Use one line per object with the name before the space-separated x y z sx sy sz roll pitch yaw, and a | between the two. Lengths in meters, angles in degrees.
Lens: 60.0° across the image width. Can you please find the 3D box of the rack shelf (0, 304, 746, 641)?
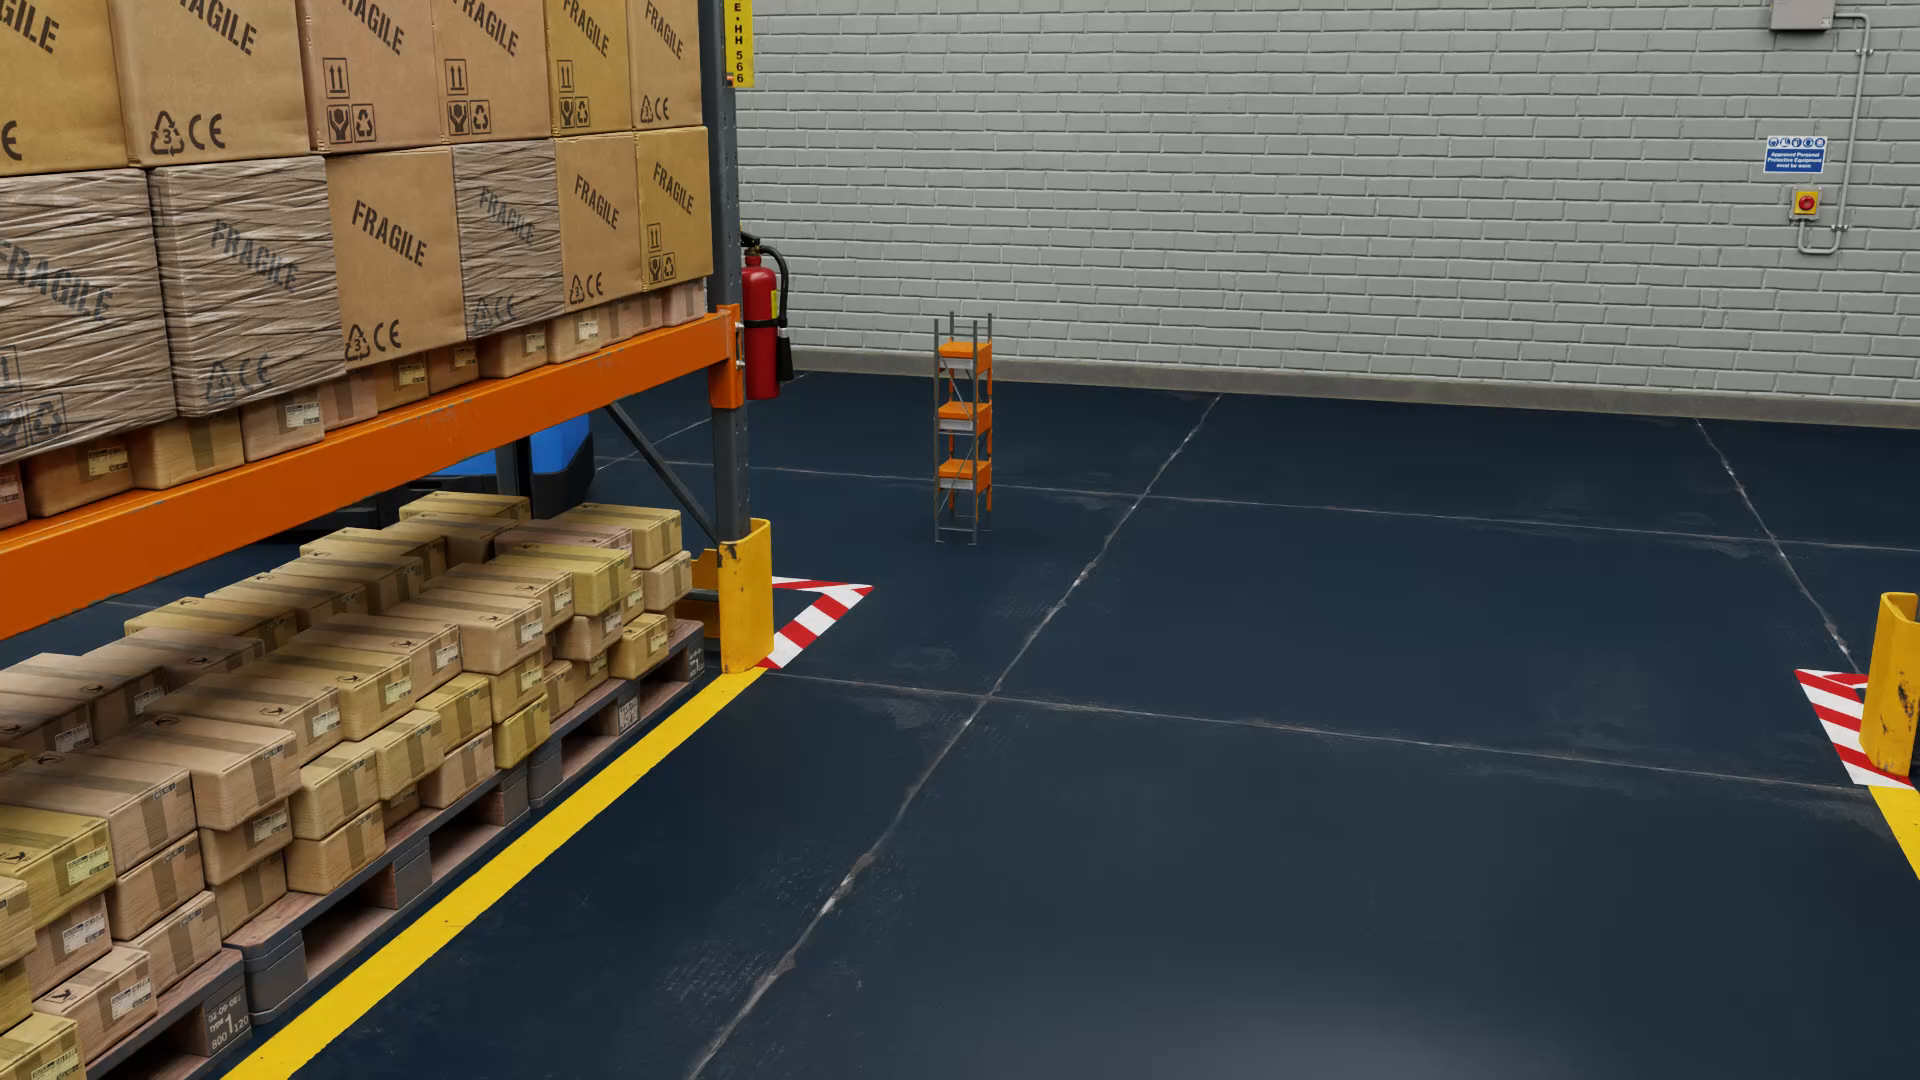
rack shelf | -1.851 -0.189 4.315 1.077 0.370 4.000 5 16 16

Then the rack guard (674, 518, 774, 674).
rack guard | -1.304 0.165 6.333 1.175 0.500 0.348 5 16 16

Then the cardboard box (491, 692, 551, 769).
cardboard box | -1.436 0.540 4.882 0.380 0.149 0.250 4 16 13

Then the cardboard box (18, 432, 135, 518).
cardboard box | -1.914 -0.157 3.346 0.380 0.149 0.250 4 16 13

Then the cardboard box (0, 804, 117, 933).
cardboard box | -1.963 0.660 3.369 0.380 0.149 0.250 4 16 15

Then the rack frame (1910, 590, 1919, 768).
rack frame | 3.492 -0.700 4.802 1.000 3.000 0.127 5 16 16

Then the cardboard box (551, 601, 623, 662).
cardboard box | -1.305 0.265 5.308 0.380 0.149 0.250 4 16 14

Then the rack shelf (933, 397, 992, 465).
rack shelf | 0.015 -0.509 7.738 0.215 0.259 0.240 5 16 16

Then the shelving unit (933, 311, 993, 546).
shelving unit | 0.015 -0.519 7.735 0.215 1.050 0.252 5 16 16

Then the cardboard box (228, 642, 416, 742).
cardboard box | -1.654 0.391 4.318 0.380 0.149 0.250 5 17 16

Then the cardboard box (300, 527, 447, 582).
cardboard box | -1.914 0.074 5.438 0.380 0.149 0.250 5 16 16

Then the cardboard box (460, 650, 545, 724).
cardboard box | -1.439 0.401 4.827 0.380 0.149 0.250 5 17 17

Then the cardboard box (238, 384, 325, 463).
cardboard box | -1.697 -0.288 3.806 0.380 0.149 0.250 5 17 18

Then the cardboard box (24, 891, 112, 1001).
cardboard box | -1.989 0.805 3.403 0.380 0.149 0.250 5 16 16

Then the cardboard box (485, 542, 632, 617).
cardboard box | -1.268 0.122 5.265 0.380 0.149 0.250 4 16 15

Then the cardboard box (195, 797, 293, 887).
cardboard box | -1.808 0.665 3.898 0.380 0.149 0.250 5 17 18

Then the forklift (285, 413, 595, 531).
forklift | -3.400 -1.531 7.854 3.031 2.935 1.130 -1 16 -4

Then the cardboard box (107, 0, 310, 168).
cardboard box | -1.752 -1.049 3.470 0.500 0.500 0.500 5 17 17

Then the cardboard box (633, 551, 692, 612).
cardboard box | -1.159 0.129 5.788 0.380 0.149 0.250 4 16 14

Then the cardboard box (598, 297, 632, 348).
cardboard box | -1.267 -0.701 5.264 0.380 0.149 0.250 4 16 15

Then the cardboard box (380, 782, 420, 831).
cardboard box | -1.676 0.671 4.423 0.380 0.149 0.250 5 17 17

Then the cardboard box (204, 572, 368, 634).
cardboard box | -1.993 0.217 4.933 0.380 0.149 0.250 5 17 18

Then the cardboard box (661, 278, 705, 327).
cardboard box | -1.104 -0.830 5.718 0.380 0.149 0.250 5 16 16

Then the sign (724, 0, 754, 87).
sign | -0.756 -1.719 5.691 0.100 0.325 0.005 5 16 16

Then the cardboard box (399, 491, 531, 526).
cardboard box | -1.757 -0.064 5.922 0.380 0.149 0.250 4 16 13

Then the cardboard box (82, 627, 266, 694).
cardboard box | -2.092 0.355 4.445 0.380 0.149 0.250 5 16 16

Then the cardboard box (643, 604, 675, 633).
cardboard box | -1.232 0.266 5.851 0.380 0.149 0.250 5 17 17

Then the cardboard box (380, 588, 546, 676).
cardboard box | -1.425 0.260 4.781 0.380 0.149 0.250 5 17 18

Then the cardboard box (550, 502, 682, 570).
cardboard box | -1.190 -0.016 5.755 0.380 0.149 0.250 5 17 17

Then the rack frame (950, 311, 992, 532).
rack frame | 0.050 -0.551 7.848 0.200 1.050 0.008 5 16 16

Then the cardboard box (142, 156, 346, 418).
cardboard box | -1.725 -0.572 3.619 0.500 0.500 0.500 4 16 15

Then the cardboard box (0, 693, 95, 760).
cardboard box | -2.332 0.483 3.993 0.380 0.149 0.250 4 16 13

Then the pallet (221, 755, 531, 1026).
pallet | -1.917 0.832 4.511 1.003 0.211 1.213 5 16 16

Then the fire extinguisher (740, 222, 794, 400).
fire extinguisher | -0.768 -0.871 6.229 0.296 0.674 0.183 5 16 16

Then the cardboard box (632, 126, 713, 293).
cardboard box | -1.163 -1.112 5.523 0.500 0.500 0.500 5 17 17

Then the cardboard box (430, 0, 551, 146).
cardboard box | -1.457 -1.322 4.432 0.500 0.500 0.500 6 17 19

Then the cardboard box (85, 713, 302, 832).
cardboard box | -1.760 0.530 3.828 0.380 0.149 0.250 5 17 17

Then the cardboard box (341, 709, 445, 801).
cardboard box | -1.582 0.541 4.334 0.380 0.149 0.250 5 17 16

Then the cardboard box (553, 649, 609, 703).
cardboard box | -1.366 0.403 5.366 0.380 0.149 0.250 5 16 16

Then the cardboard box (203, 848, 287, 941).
cardboard box | -1.844 0.806 3.947 0.380 0.149 0.250 4 16 13

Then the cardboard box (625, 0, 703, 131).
cardboard box | -1.174 -1.591 5.381 0.500 0.500 0.500 4 16 15

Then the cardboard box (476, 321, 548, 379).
cardboard box | -1.421 -0.566 4.787 0.380 0.149 0.250 4 16 13

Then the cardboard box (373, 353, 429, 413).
cardboard box | -1.614 -0.429 4.305 0.380 0.149 0.250 5 17 17

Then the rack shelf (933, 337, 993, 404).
rack shelf | 0.015 -0.782 7.661 0.215 0.259 0.240 5 16 16

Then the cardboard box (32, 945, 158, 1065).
cardboard box | -1.911 0.949 3.441 0.380 0.149 0.250 5 16 16

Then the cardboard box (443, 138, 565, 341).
cardboard box | -1.449 -0.844 4.579 0.500 0.500 0.500 5 16 16
